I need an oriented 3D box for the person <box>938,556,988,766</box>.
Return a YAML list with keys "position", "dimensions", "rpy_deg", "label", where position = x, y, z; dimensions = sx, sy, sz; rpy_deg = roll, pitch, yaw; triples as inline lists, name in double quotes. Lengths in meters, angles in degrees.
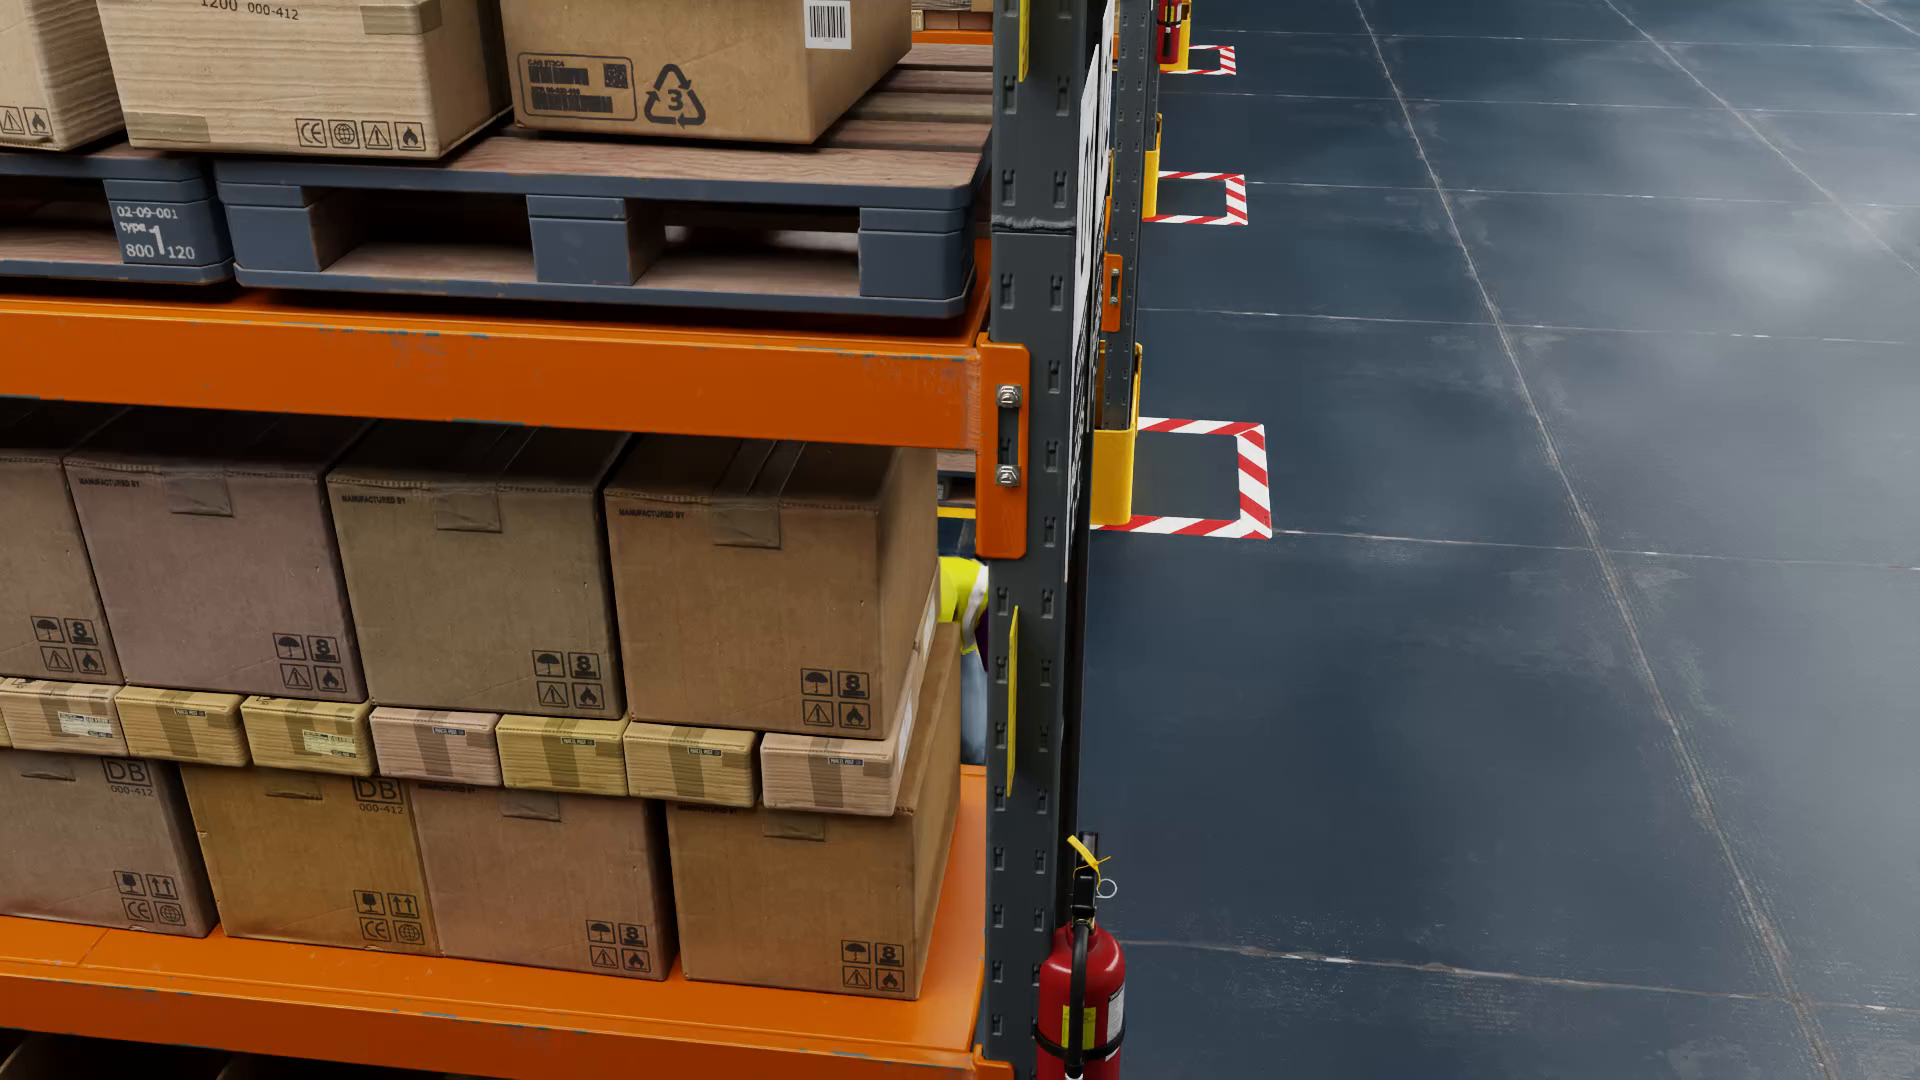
- position: [-0.088, 0.490, 5.722]
  dimensions: [0.626, 1.260, 0.823]
  rpy_deg: [3, 28, 6]
  label: "person"
